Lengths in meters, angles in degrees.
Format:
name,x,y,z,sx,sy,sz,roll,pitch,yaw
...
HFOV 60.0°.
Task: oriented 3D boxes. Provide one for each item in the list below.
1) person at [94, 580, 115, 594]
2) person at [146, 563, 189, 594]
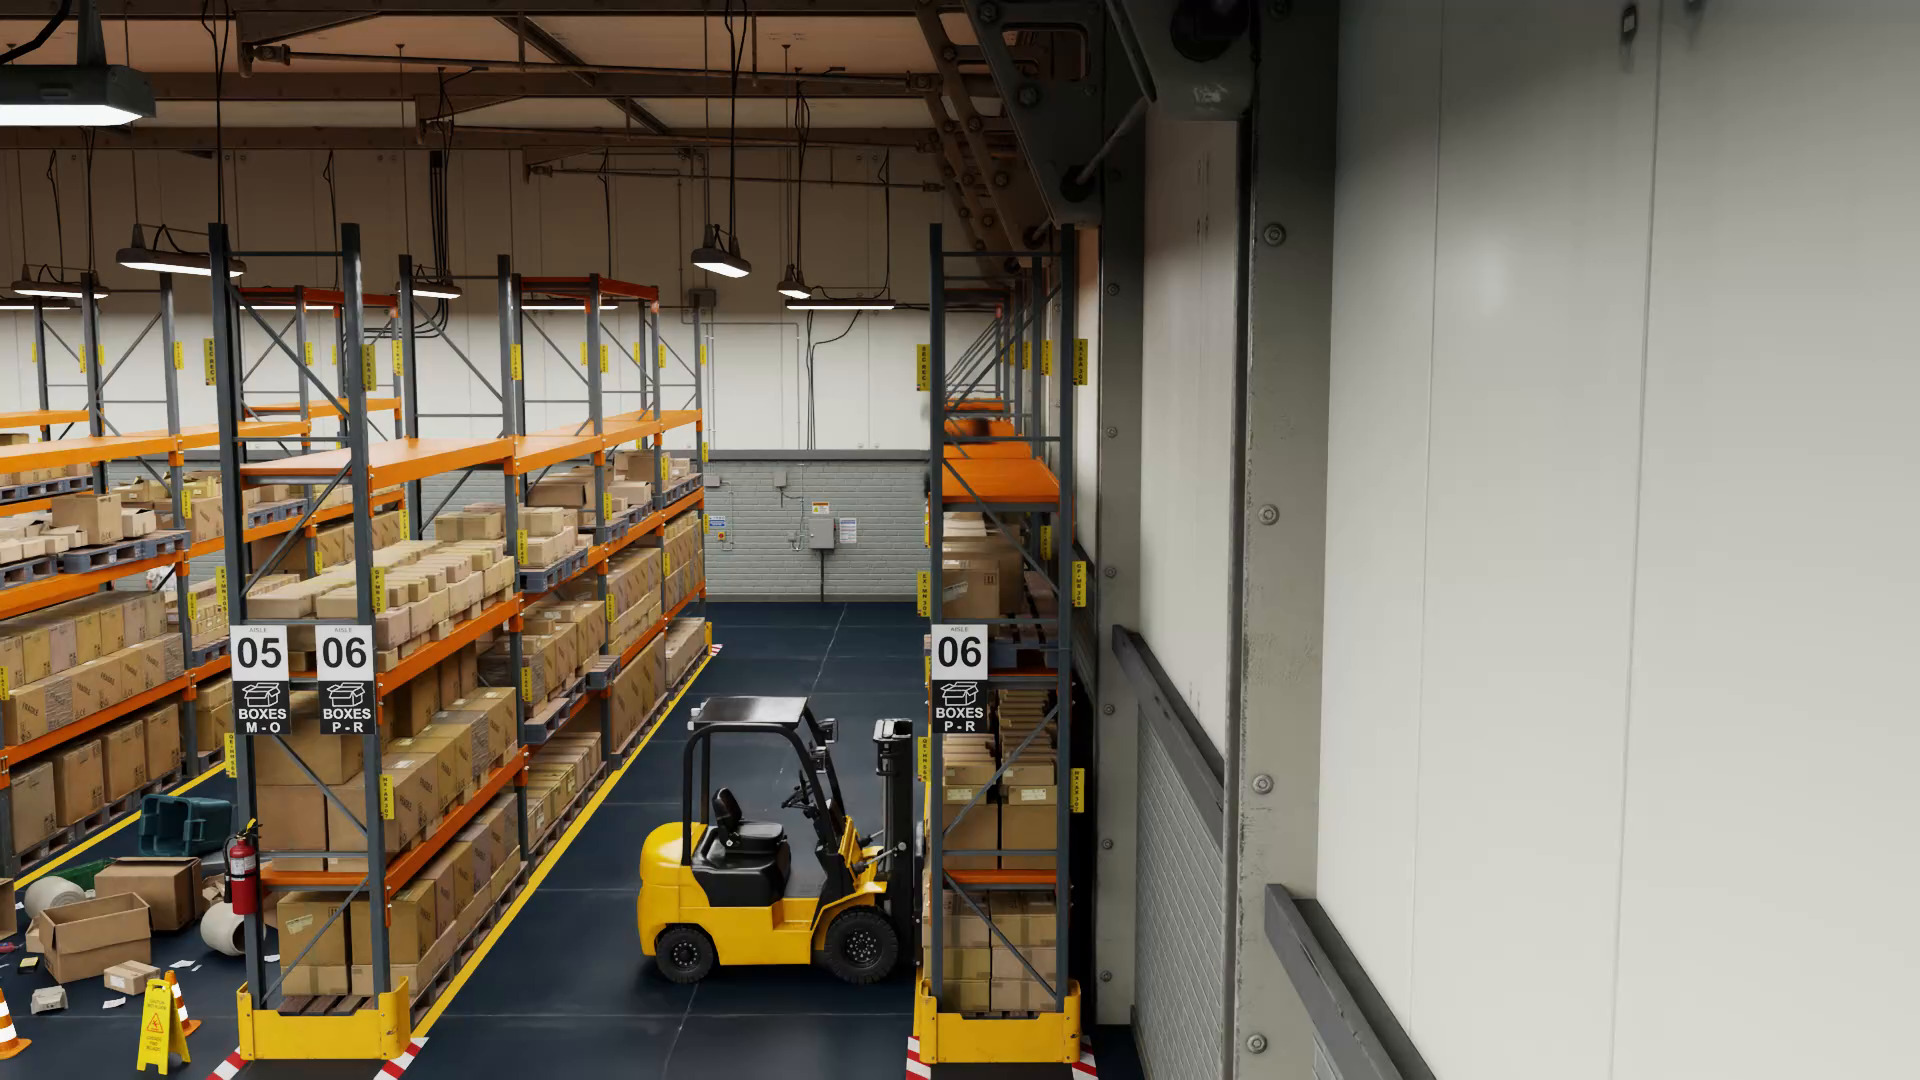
name,x,y,z,sx,sy,sz,roll,pitch,yaw
person,-12.950,1.379,25.372,0.660,1.690,0.638,0,7,-4
person,-13.559,0.980,28.550,0.690,1.757,0.702,5,9,39
